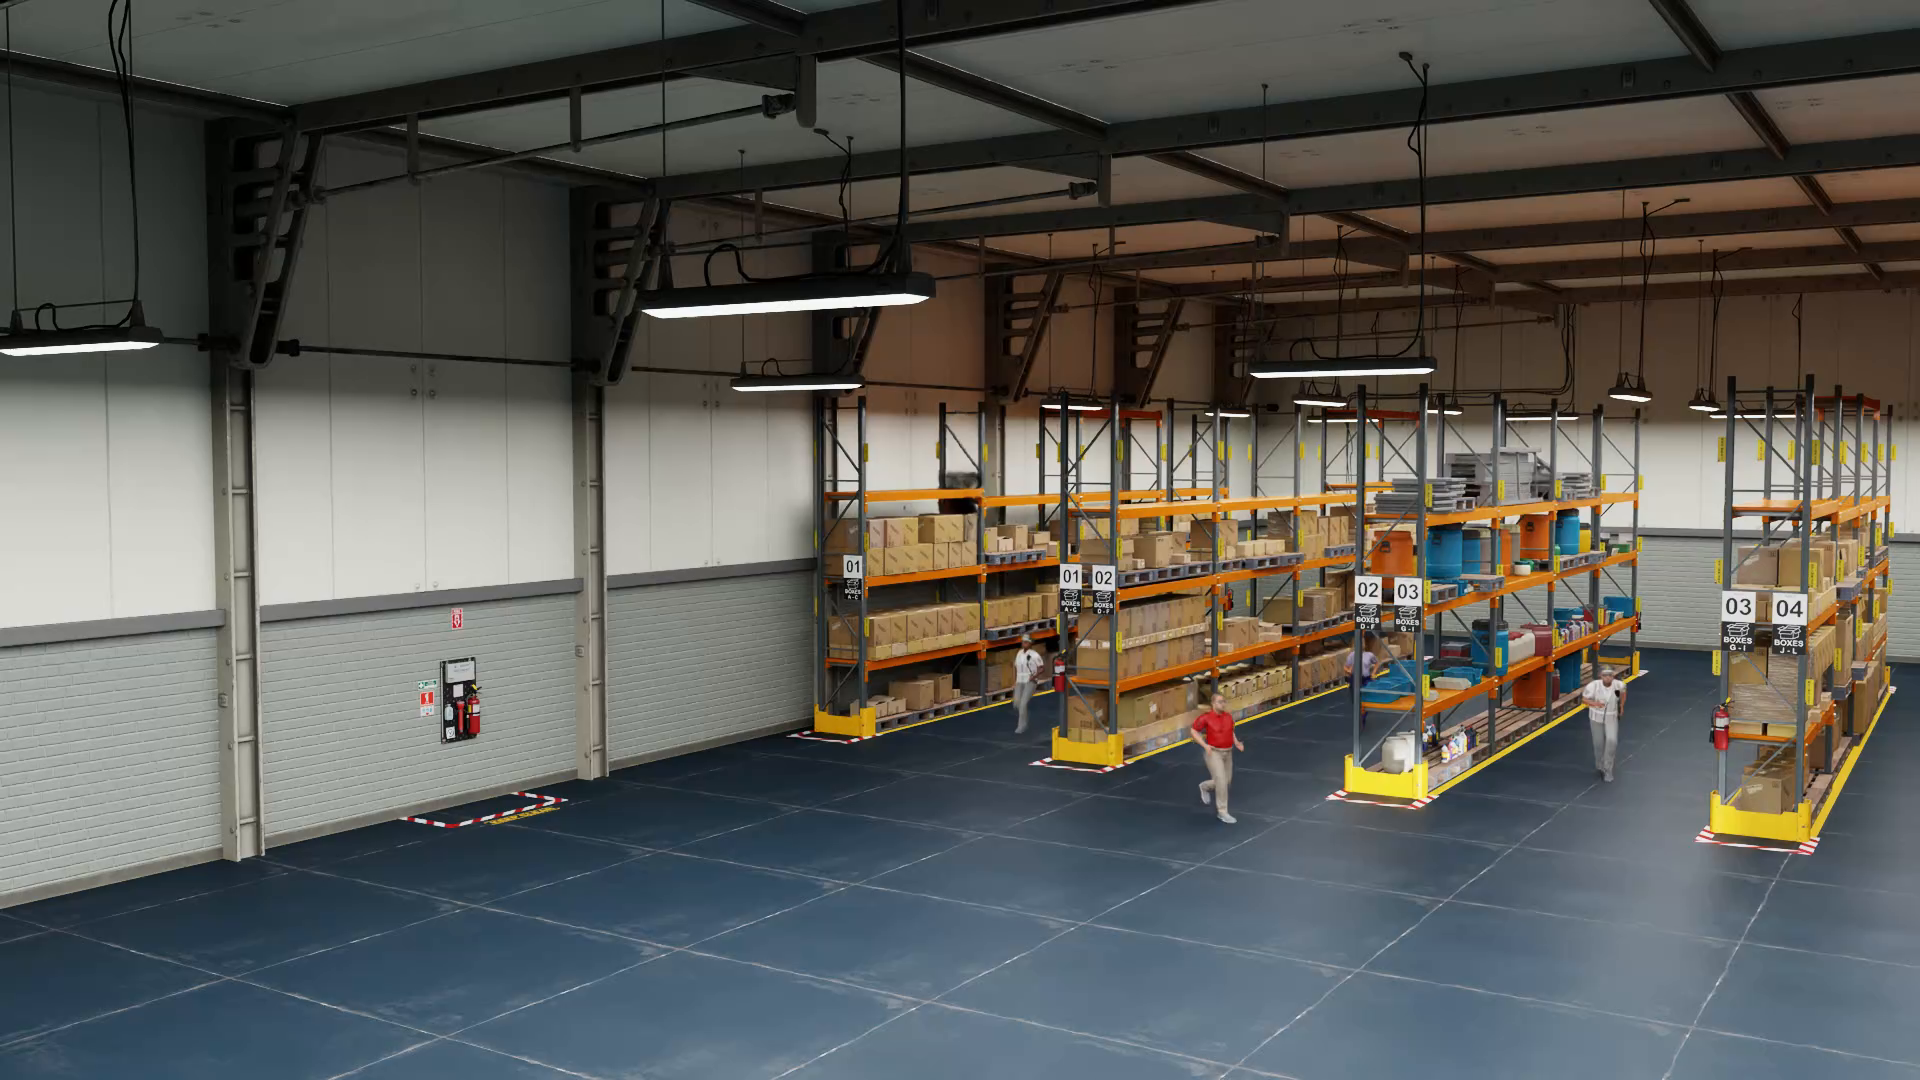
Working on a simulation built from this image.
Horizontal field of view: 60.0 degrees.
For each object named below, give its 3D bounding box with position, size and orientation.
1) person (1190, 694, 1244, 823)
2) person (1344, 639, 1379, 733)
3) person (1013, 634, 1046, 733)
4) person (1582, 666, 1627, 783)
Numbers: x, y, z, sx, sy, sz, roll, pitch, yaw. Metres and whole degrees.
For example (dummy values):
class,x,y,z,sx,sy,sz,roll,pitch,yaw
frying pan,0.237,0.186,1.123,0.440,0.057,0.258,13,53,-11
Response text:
class,x,y,z,sx,sy,sz,roll,pitch,yaw
person,3.521,2.970,22.792,0.663,1.718,0.784,-2,4,-32
person,7.244,2.601,30.051,0.608,1.643,0.903,1,3,19
person,1.095,2.418,28.078,0.576,1.646,0.557,2,4,33
person,9.953,2.796,25.710,0.658,1.798,1.015,1,3,19
